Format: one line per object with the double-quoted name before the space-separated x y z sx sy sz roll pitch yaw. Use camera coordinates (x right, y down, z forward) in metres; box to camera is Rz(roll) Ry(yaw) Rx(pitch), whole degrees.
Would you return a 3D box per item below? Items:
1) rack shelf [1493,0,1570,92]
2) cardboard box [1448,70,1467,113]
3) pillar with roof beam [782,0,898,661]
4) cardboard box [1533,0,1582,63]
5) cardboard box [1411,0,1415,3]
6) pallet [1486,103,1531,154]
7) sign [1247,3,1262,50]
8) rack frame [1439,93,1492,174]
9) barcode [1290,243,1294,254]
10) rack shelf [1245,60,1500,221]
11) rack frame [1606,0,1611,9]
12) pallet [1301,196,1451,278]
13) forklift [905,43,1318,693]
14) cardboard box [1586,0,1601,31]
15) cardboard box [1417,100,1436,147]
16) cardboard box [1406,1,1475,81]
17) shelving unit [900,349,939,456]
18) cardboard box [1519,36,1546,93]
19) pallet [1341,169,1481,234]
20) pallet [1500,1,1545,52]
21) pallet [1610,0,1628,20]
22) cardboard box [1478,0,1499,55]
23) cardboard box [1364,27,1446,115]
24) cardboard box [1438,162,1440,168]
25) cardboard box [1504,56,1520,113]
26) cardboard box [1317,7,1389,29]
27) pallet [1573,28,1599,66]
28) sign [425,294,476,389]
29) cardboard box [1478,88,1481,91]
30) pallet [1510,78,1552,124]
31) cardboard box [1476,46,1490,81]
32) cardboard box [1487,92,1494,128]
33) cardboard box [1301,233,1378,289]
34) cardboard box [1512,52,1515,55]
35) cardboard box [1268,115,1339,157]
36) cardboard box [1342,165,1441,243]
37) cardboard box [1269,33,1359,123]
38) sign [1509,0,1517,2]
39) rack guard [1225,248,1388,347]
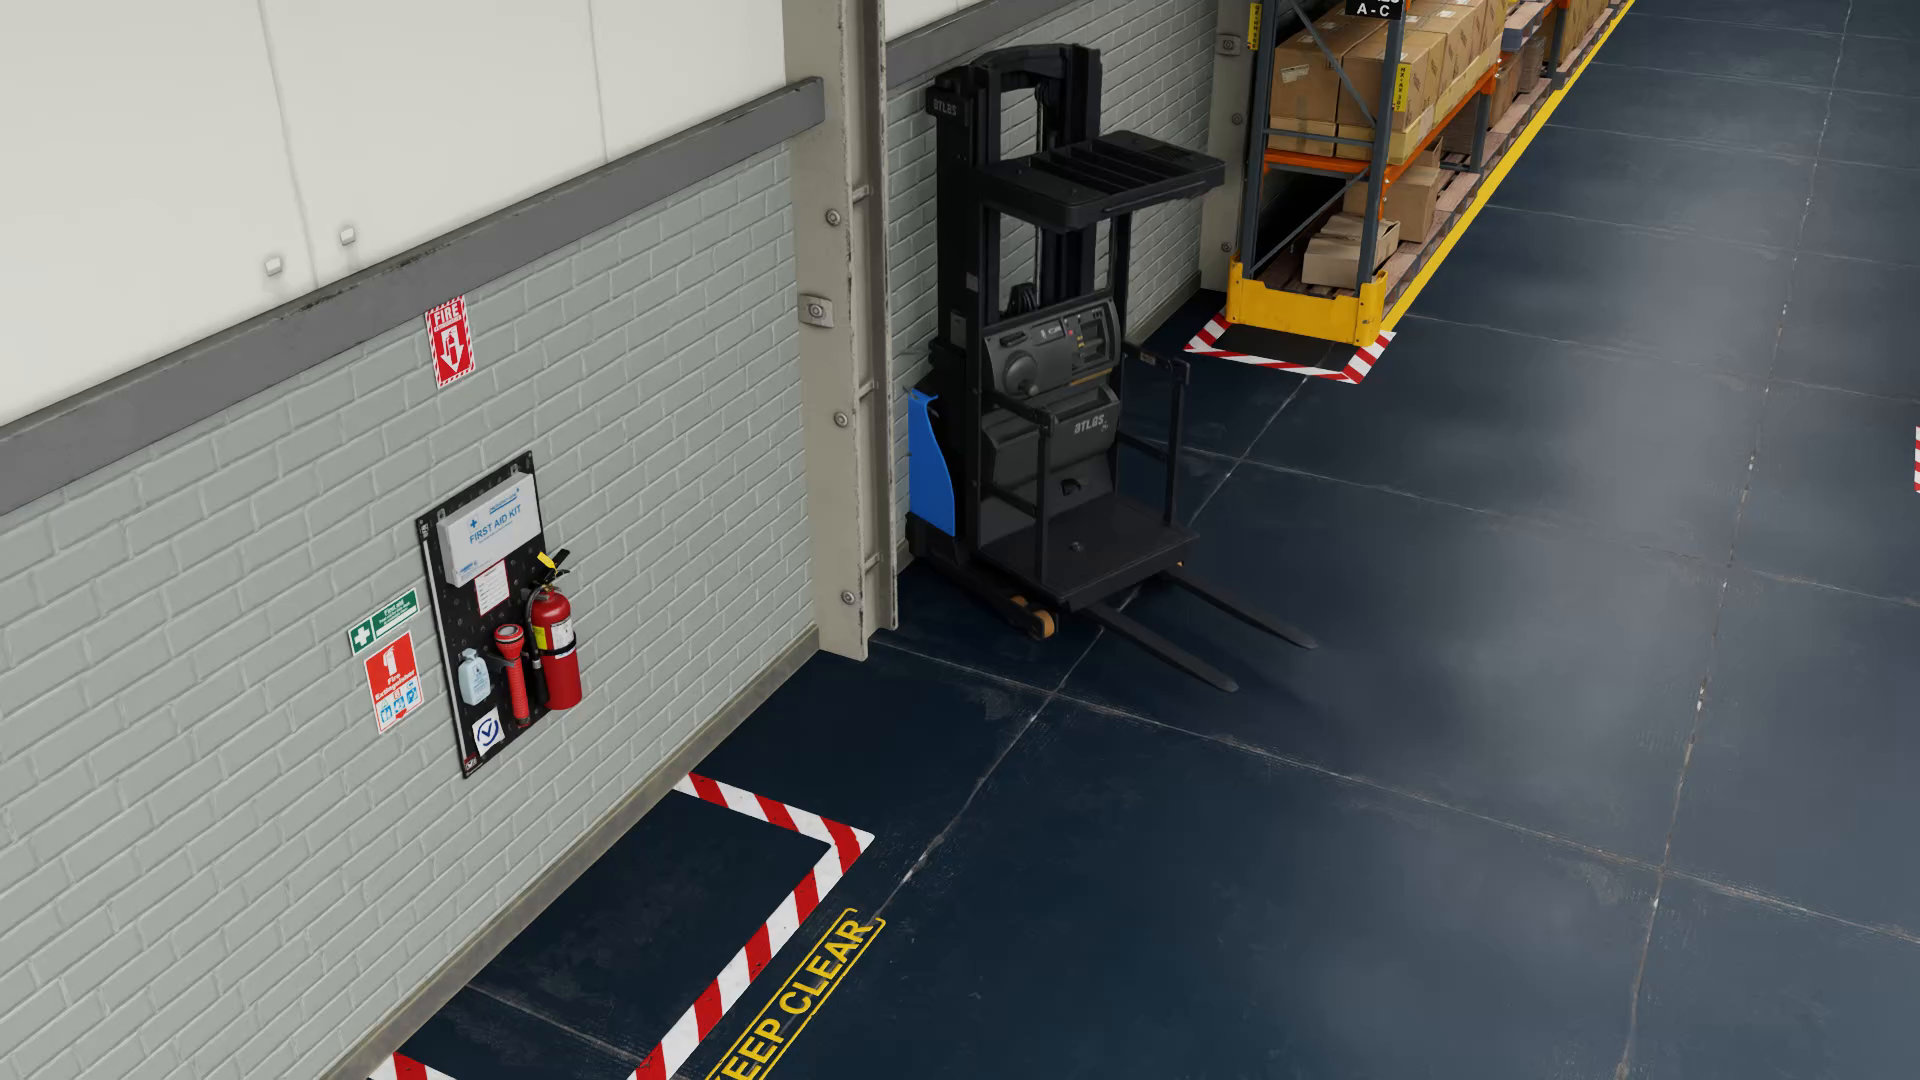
"rack shelf" 5.352 -5.274 16.935 1.077 0.370 4.000 14 33 23
"cardboard box" 3.817 -3.696 13.594 0.500 0.250 0.500 15 33 24
"pillar with roof beam" 3.266 -2.398 5.180 9.100 9.000 0.400 14 33 23
"cardboard box" 6.715 -6.019 19.247 0.750 0.750 0.750 14 33 23
"cardboard box" 3.570 -4.359 13.997 0.500 0.500 0.500 15 33 25
"pallet" 5.349 -4.379 17.453 1.003 0.211 1.213 14 33 23
"sign" 2.133 -3.700 11.992 0.100 0.325 0.005 14 33 23
"rack frame" 4.441 -4.700 15.212 1.000 3.000 0.127 14 33 23
"barcode" 2.666 -2.340 13.352 0.001 0.075 0.075 14 33 23
"rack shelf" 3.530 -3.501 13.847 1.077 0.370 4.000 14 33 23
"rack frame" 8.085 -8.246 21.388 1.000 3.000 0.127 14 33 23
"pallet" 3.612 -2.642 14.429 1.003 0.211 1.213 14 33 23
"forklift" 0.643 -1.006 8.848 1.130 2.935 3.031 -22 37 -34
"cardboard box" 7.502 -6.784 20.578 0.750 0.750 0.750 15 33 25
"cardboard box" 3.347 -3.248 12.814 0.500 0.250 0.500 13 32 22
"cardboard box" 3.803 -4.015 13.397 0.500 0.500 0.500 15 33 25
"shelving unit" -0.079 -0.785 9.893 0.538 1.500 1.048 -4 34 11
"cardboard box" 5.981 -5.249 18.236 0.700 0.500 0.500 15 33 24
"pallet" 4.166 -3.185 15.374 1.003 0.211 1.213 14 33 23
"pallet" 4.918 -4.922 15.792 1.003 0.211 1.213 14 33 23
"pallet" 8.501 -7.356 22.638 1.003 0.211 1.213 14 33 23
"cardboard box" 4.278 -4.466 14.183 0.500 0.500 0.500 14 33 23
"cardboard box" 3.338 -3.555 12.597 0.500 0.500 0.500 14 33 23
"cardboard box" 4.224 -3.418 15.383 0.380 0.166 0.250 10 31 17
"cardboard box" 5.442 -4.820 17.490 0.700 0.500 0.500 14 33 23
"cardboard box" 3.114 -3.903 13.203 0.500 0.500 0.500 13 32 22
"pallet" 7.246 -6.135 20.511 1.003 0.211 1.213 14 33 23
"sign" -1.818 -0.710 5.938 0.001 0.298 0.199 14 33 23
"cardboard box" 4.959 -4.658 16.454 0.500 0.250 0.500 14 33 22
"pallet" 5.906 -4.917 18.392 1.003 0.211 1.213 14 33 23
"cardboard box" 4.260 -4.145 14.378 0.500 0.250 0.500 14 33 23
"cardboard box" 4.952 -4.377 16.718 0.700 0.500 0.500 14 33 22
"cardboard box" 3.014 -2.237 13.183 0.500 0.311 0.500 11 32 18
"cardboard box" 5.666 -5.335 17.634 0.500 0.250 0.500 15 33 24
"cardboard box" 2.659 -3.121 12.594 0.500 0.250 0.500 15 33 24
"cardboard box" 3.652 -2.886 14.122 0.700 0.500 0.500 12 32 20
"cardboard box" 2.644 -3.452 12.418 0.500 0.500 0.500 14 33 23
"sign" 4.927 -4.955 14.788 0.100 0.325 0.005 14 33 23
"rack guard" 2.653 -1.876 12.805 1.175 0.500 0.348 14 33 23
